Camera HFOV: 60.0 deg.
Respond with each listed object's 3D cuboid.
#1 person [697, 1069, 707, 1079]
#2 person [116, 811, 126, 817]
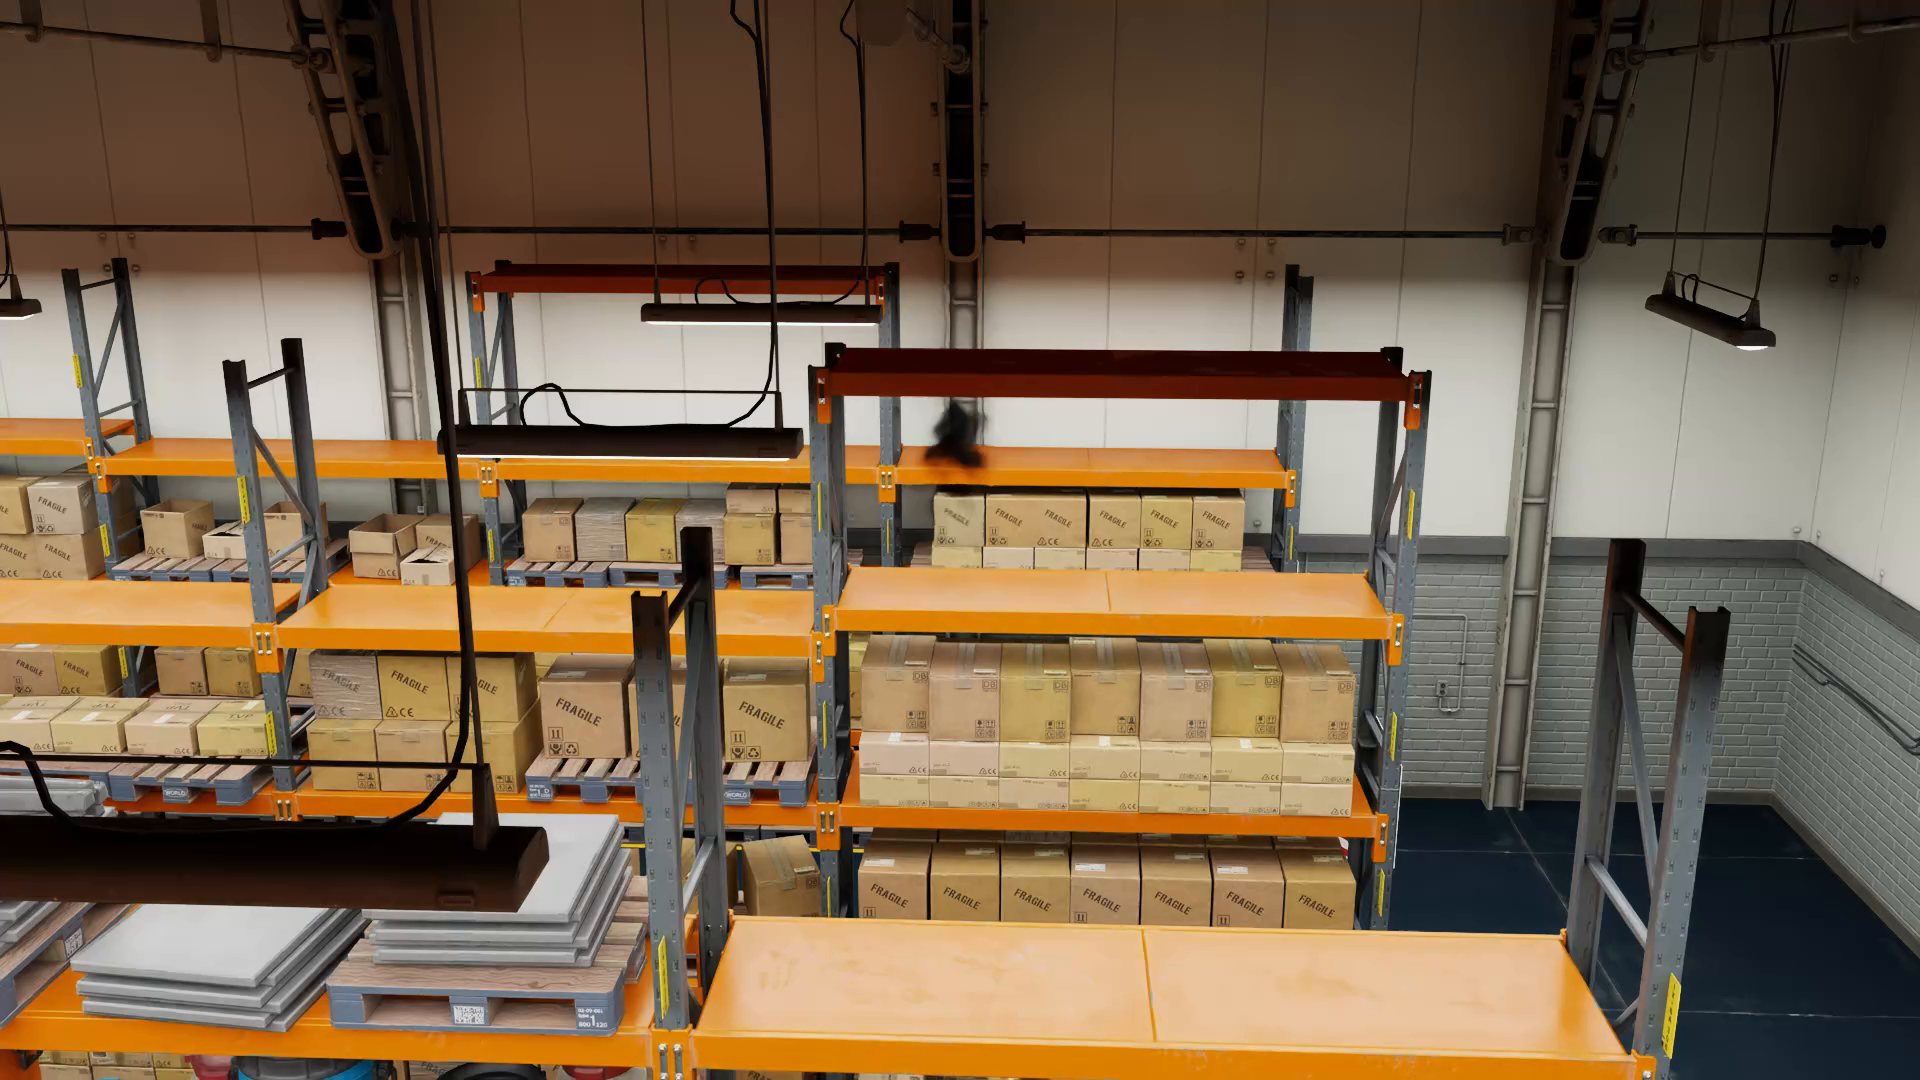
[{"bbox_3d":[-1.625,4.243,10.929,0.825,1.734,0.666,0,16,-1],"label":"person"},{"bbox_3d":[-8.104,2.950,15.558,0.751,1.609,0.562,-4,17,-14],"label":"person"}]
